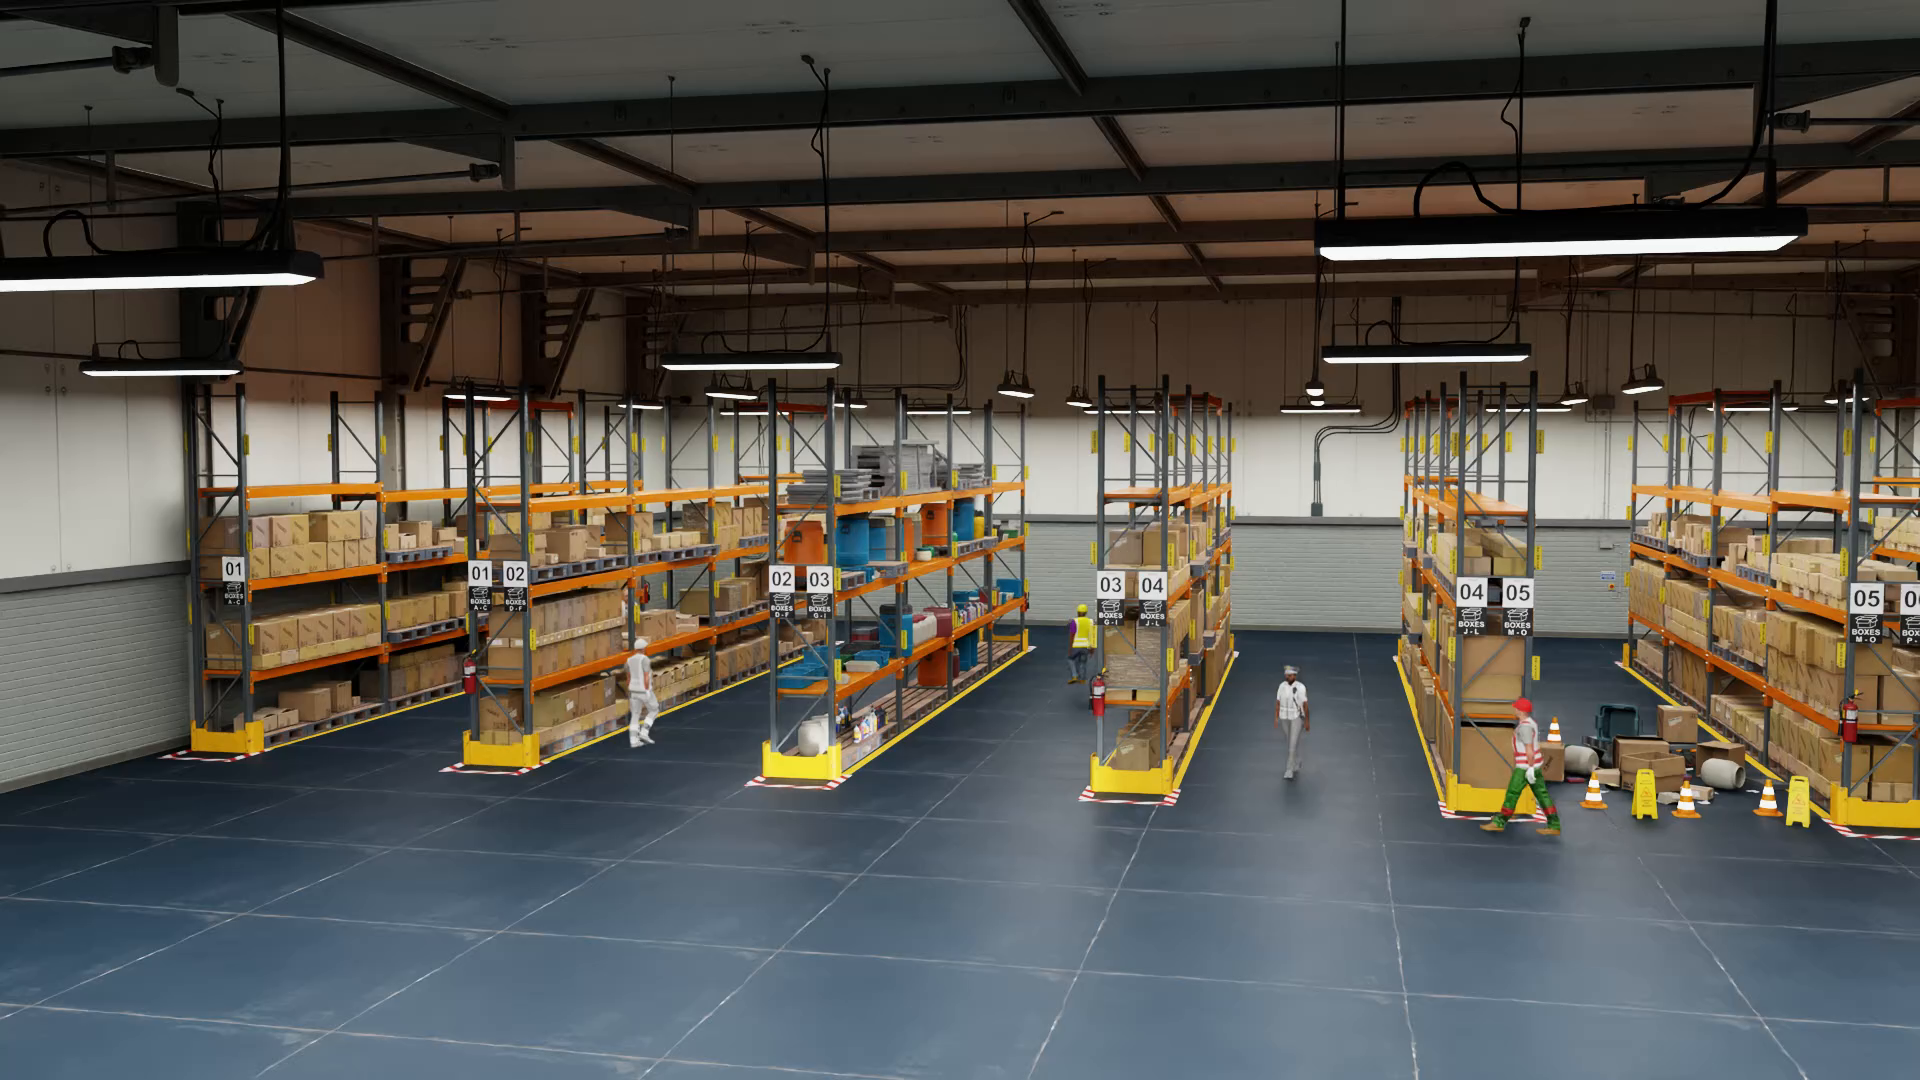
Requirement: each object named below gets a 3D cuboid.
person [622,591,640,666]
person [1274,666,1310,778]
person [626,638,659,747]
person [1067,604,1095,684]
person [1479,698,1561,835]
[{"bbox_3d":[-7.410,2.004,37.059,0.588,1.722,1.070,0,3,-2],"label":"person"},{"bbox_3d":[4.989,2.717,25.160,0.492,1.645,0.882,3,4,41],"label":"person"},{"bbox_3d":[-5.302,2.521,27.566,0.572,1.772,0.496,2,4,27],"label":"person"},{"bbox_3d":[2.418,2.082,33.084,0.578,1.621,0.658,0,3,-5],"label":"person"},{"bbox_3d":[7.204,2.887,21.316,0.985,1.724,0.601,2,4,32],"label":"person"}]
